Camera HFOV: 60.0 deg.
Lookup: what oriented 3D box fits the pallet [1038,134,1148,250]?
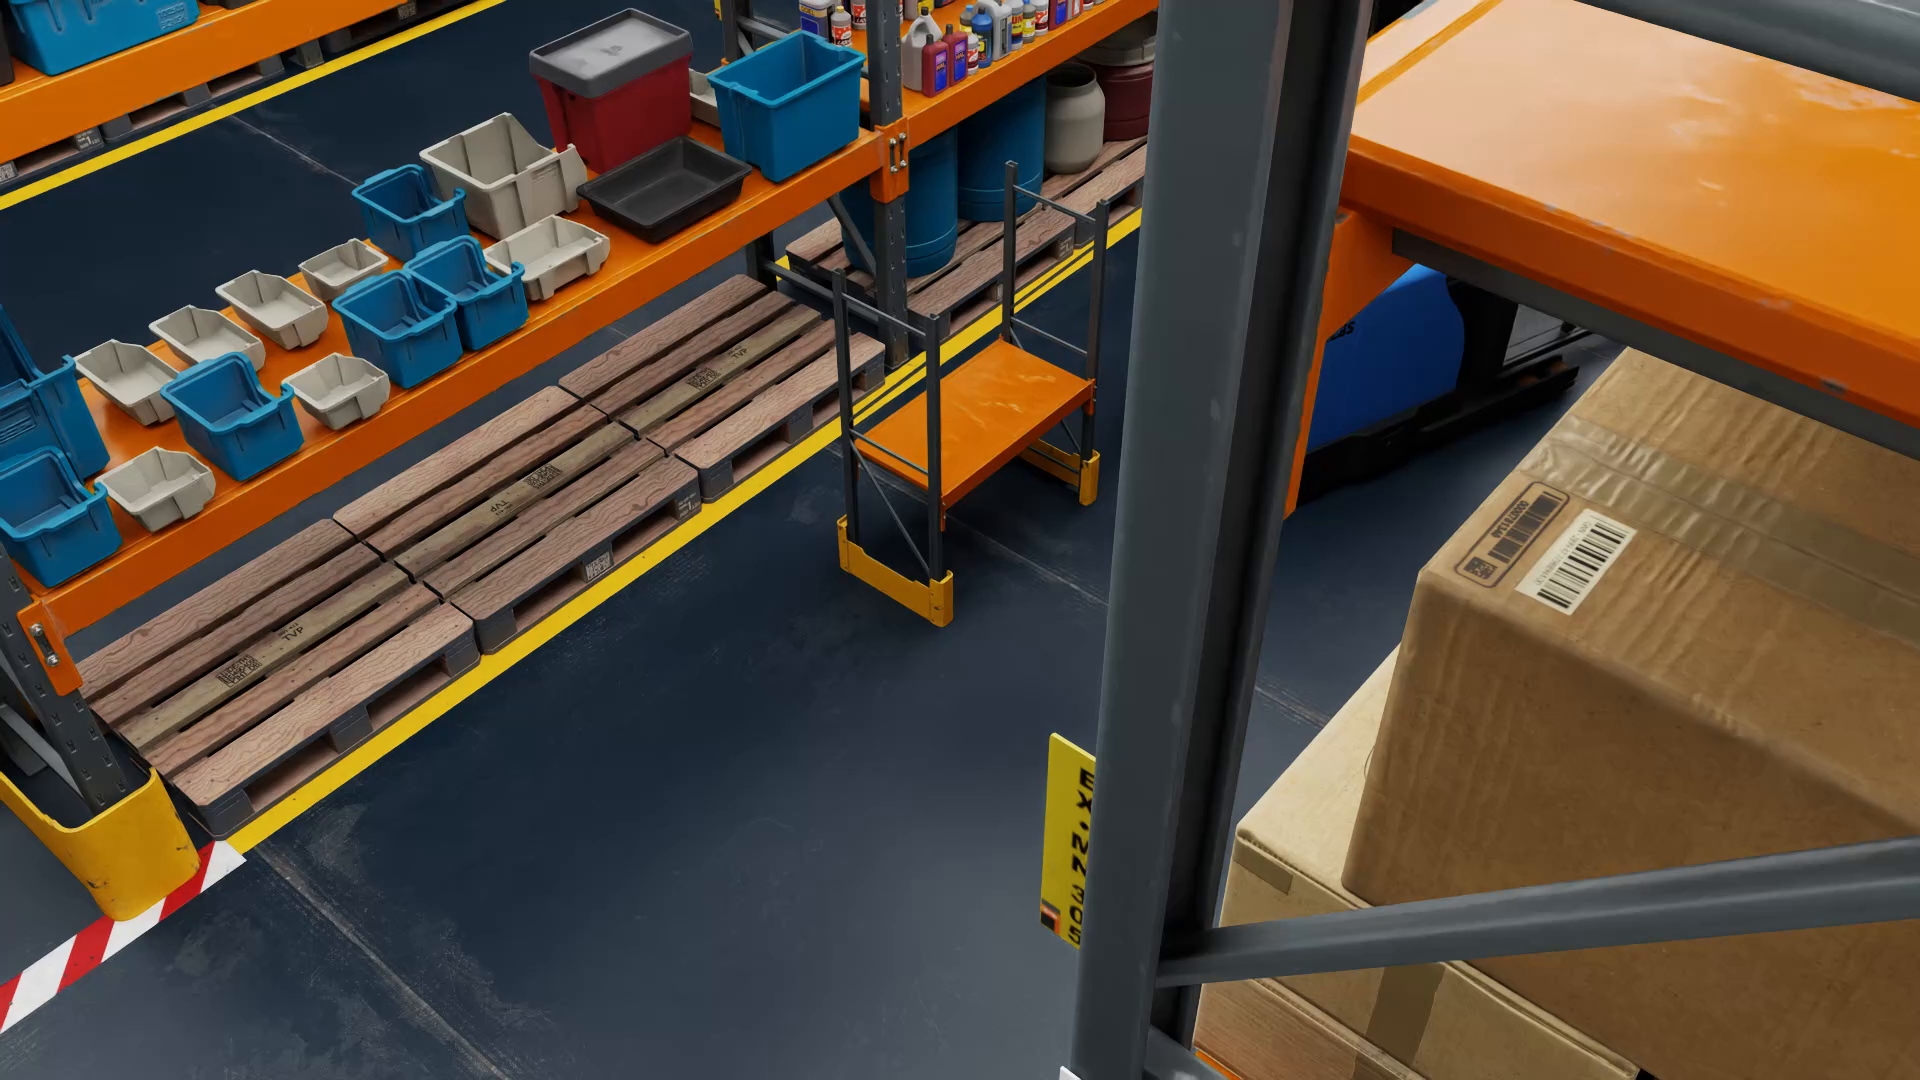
[{"bbox_3d":[0.641,-2.160,9.469,1.003,0.211,1.213,29,50,28],"label":"pallet"}]

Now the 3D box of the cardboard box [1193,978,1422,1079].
[{"bbox_3d":[0.671,0.591,2.252,0.500,0.250,0.500,29,50,28],"label":"cardboard box"}]

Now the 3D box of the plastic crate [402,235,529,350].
[{"bbox_3d":[-1.795,-0.900,6.090,0.416,0.233,0.300,29,50,28],"label":"plastic crate"}]

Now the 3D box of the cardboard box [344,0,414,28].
[{"bbox_3d":[-4.067,-4.034,10.724,1.225,0.875,0.875,30,50,29],"label":"cardboard box"}]

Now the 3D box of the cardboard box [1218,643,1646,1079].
[{"bbox_3d":[0.678,0.410,2.080,0.500,0.250,0.500,29,50,28],"label":"cardboard box"}]

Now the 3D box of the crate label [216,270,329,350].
[{"bbox_3d":[-2.502,-0.842,6.098,0.396,0.136,0.243,29,50,28],"label":"crate label"}]

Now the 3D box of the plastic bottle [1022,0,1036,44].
[{"bbox_3d":[0.311,-2.468,7.883,0.097,0.201,0.097,0,42,0],"label":"plastic bottle"}]

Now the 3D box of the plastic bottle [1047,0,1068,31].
[{"bbox_3d":[0.462,-2.600,7.967,0.061,0.283,0.133,29,50,28],"label":"plastic bottle"}]

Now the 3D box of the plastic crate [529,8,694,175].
[{"bbox_3d":[-1.439,-1.877,6.992,0.402,0.464,0.583,29,50,28],"label":"plastic crate"}]

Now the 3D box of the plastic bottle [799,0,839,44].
[{"bbox_3d":[-0.666,-2.479,7.839,0.152,0.276,0.135,29,50,28],"label":"plastic bottle"}]

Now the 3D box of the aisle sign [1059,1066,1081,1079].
[{"bbox_3d":[0.264,0.965,2.027,0.394,0.787,0.004,29,50,28],"label":"aisle sign"}]

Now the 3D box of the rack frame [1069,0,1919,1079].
[{"bbox_3d":[0.542,-0.195,0.776,1.000,3.000,0.127,29,50,28],"label":"rack frame"}]

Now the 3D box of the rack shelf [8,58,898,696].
[{"bbox_3d":[-1.960,-0.886,6.529,1.077,0.370,4.000,29,50,28],"label":"rack shelf"}]

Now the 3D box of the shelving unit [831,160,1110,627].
[{"bbox_3d":[0.049,-0.594,6.789,0.587,1.500,1.083,29,50,28],"label":"shelving unit"}]

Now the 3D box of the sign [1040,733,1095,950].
[{"bbox_3d":[0.130,0.336,1.763,0.100,0.325,0.005,29,50,28],"label":"sign"}]

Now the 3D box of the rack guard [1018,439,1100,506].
[{"bbox_3d":[0.370,-0.388,7.491,0.587,0.250,0.087,29,50,28],"label":"rack guard"}]

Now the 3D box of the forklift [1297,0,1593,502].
[{"bbox_3d":[2.366,-1.993,7.263,3.031,2.935,1.130,-22,47,-23],"label":"forklift"}]

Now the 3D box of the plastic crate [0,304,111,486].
[{"bbox_3d":[-3.174,-0.411,5.401,0.616,0.435,0.499,29,50,28],"label":"plastic crate"}]

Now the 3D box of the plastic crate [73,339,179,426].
[{"bbox_3d":[-2.860,-0.545,5.771,0.396,0.136,0.243,29,50,28],"label":"plastic crate"}]

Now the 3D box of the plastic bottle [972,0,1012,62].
[{"bbox_3d":[0.153,-2.398,7.750,0.152,0.276,0.135,29,50,28],"label":"plastic bottle"}]

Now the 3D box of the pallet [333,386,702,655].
[{"bbox_3d":[-1.901,-0.124,7.229,1.003,0.211,1.213,29,50,28],"label":"pallet"}]

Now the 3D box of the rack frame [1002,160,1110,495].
[{"bbox_3d":[0.382,-0.861,7.082,0.500,1.500,0.032,29,50,28],"label":"rack frame"}]

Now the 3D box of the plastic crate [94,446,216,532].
[{"bbox_3d":[-2.566,-0.161,5.349,0.250,0.136,0.298,29,50,28],"label":"plastic crate"}]

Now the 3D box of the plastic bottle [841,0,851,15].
[{"bbox_3d":[-0.552,-2.621,7.989,0.061,0.283,0.133,29,50,28],"label":"plastic bottle"}]

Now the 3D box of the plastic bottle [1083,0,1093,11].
[{"bbox_3d":[0.609,-2.706,8.145,0.097,0.201,0.097,0,42,0],"label":"plastic bottle"}]

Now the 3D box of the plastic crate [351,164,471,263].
[{"bbox_3d":[-2.121,-1.251,6.476,0.416,0.233,0.300,29,50,28],"label":"plastic crate"}]

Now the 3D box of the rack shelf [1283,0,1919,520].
[{"bbox_3d":[1.829,-0.958,2.152,1.077,0.370,4.000,29,50,28],"label":"rack shelf"}]

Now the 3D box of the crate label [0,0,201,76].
[{"bbox_3d":[-2.406,-1.512,4.564,0.408,0.251,0.502,29,50,28],"label":"crate label"}]

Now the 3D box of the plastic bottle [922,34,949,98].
[{"bbox_3d":[-0.110,-2.143,7.464,0.061,0.283,0.133,29,50,28],"label":"plastic bottle"}]

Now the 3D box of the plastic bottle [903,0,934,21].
[{"bbox_3d":[-0.221,-2.716,8.044,0.144,0.351,0.185,29,50,28],"label":"plastic bottle"}]

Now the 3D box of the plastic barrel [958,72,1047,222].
[{"bbox_3d":[0.146,-2.198,8.686,0.600,0.901,0.708,29,50,28],"label":"plastic barrel"}]

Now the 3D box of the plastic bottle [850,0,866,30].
[{"bbox_3d":[-0.480,-2.565,7.989,0.097,0.201,0.097,0,42,0],"label":"plastic bottle"}]

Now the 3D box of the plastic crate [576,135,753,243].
[{"bbox_3d":[-1.187,-1.410,6.731,0.437,0.125,0.590,29,50,28],"label":"plastic crate"}]

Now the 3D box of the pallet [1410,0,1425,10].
[{"bbox_3d":[2.430,-3.592,11.043,1.003,0.211,1.213,29,50,28],"label":"pallet"}]

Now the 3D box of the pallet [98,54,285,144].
[{"bbox_3d":[-5.013,-2.937,10.323,1.003,0.211,1.213,29,50,28],"label":"pallet"}]

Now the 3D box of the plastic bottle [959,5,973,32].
[{"bbox_3d":[0.045,-2.415,7.824,0.097,0.201,0.097,0,42,0],"label":"plastic bottle"}]

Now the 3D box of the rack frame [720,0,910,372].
[{"bbox_3d":[-0.672,-2.182,7.420,1.000,3.000,0.127,29,50,28],"label":"rack frame"}]

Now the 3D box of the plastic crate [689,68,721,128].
[{"bbox_3d":[-1.081,-1.929,7.293,0.396,0.136,0.243,29,50,28],"label":"plastic crate"}]

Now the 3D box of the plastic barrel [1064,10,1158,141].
[{"bbox_3d":[0.873,-2.664,9.430,0.600,0.588,0.708,29,50,28],"label":"plastic barrel"}]

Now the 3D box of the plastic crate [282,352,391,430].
[{"bbox_3d":[-2.129,-0.510,5.733,0.250,0.136,0.298,29,50,28],"label":"plastic crate"}]

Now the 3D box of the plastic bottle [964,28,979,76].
[{"bbox_3d":[0.036,-2.249,7.641,0.097,0.201,0.097,0,42,0],"label":"plastic bottle"}]
